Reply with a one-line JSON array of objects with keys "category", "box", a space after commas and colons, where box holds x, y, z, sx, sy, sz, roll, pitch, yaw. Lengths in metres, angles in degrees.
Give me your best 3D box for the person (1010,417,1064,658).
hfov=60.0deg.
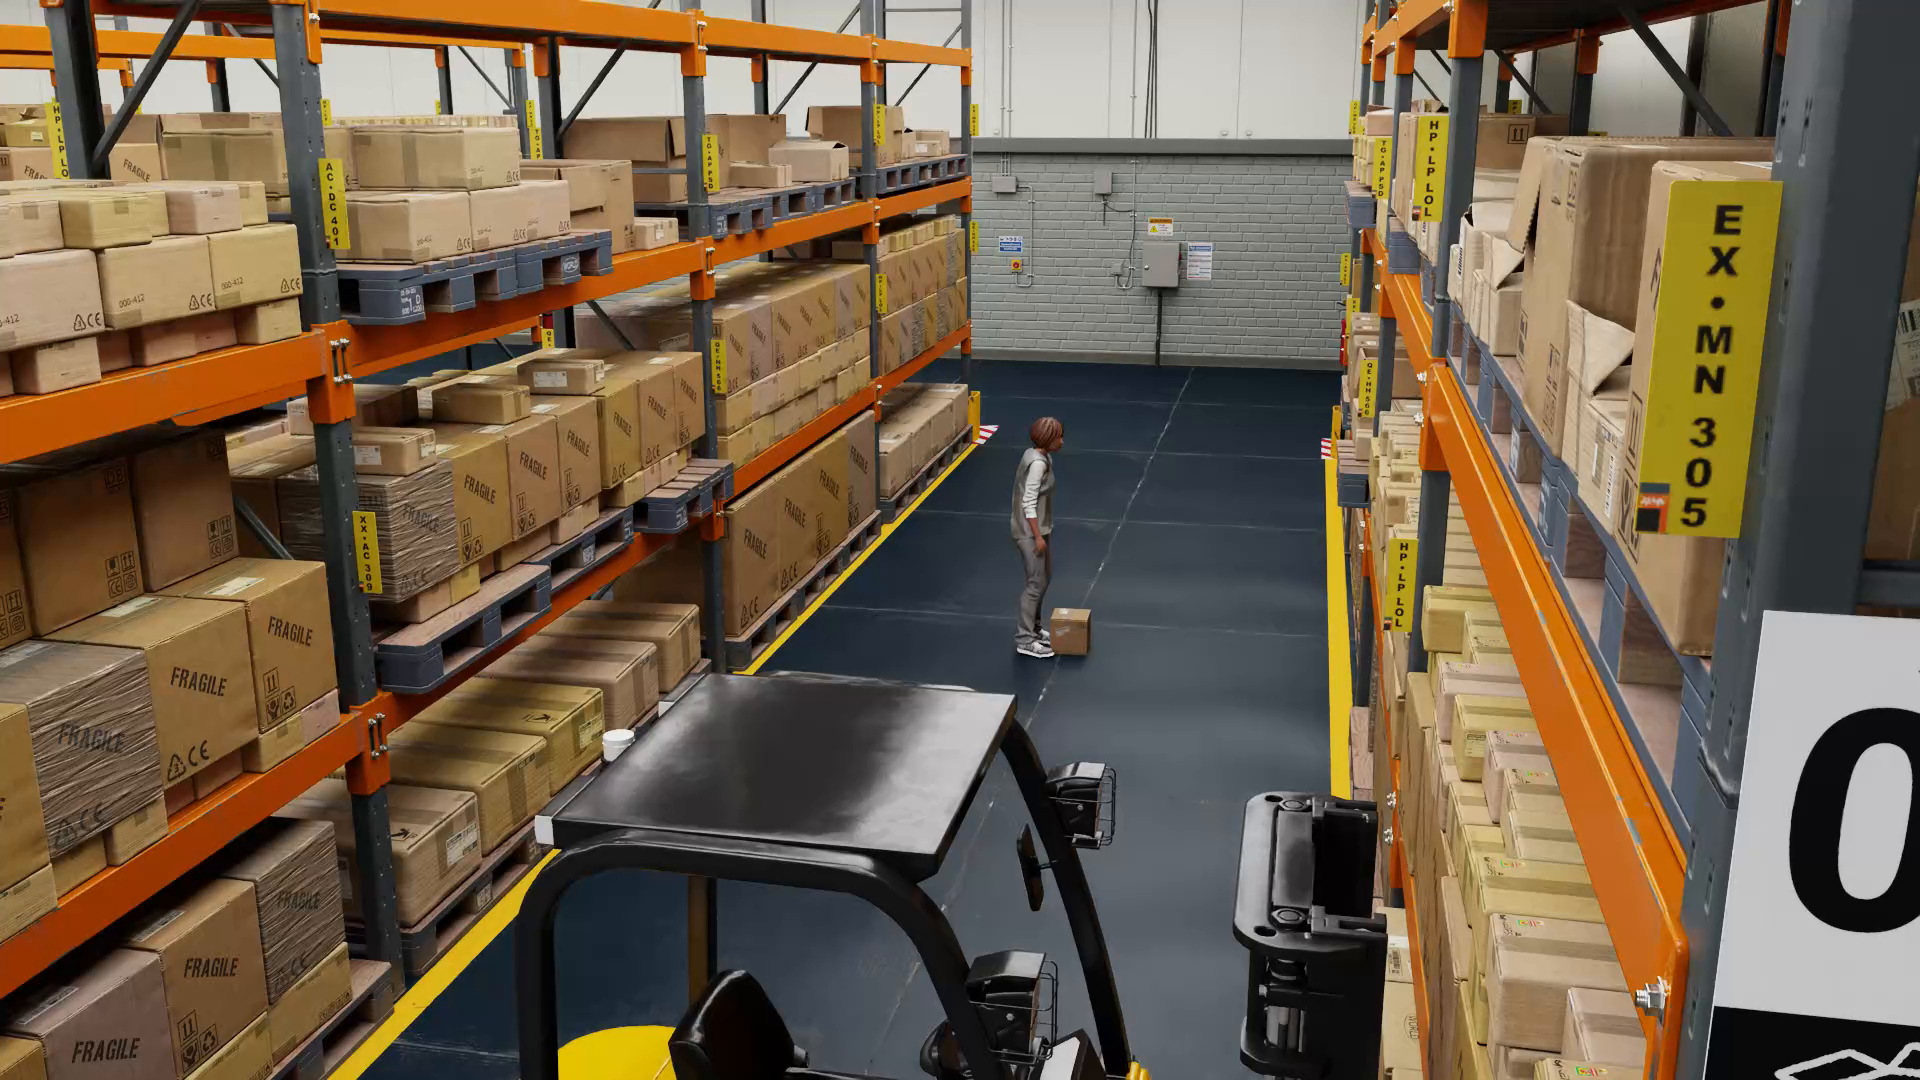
[{"category": "person", "box": [0.513, -0.037, 11.175, 0.343, 1.593, 0.480, 2, 15, 9]}]
